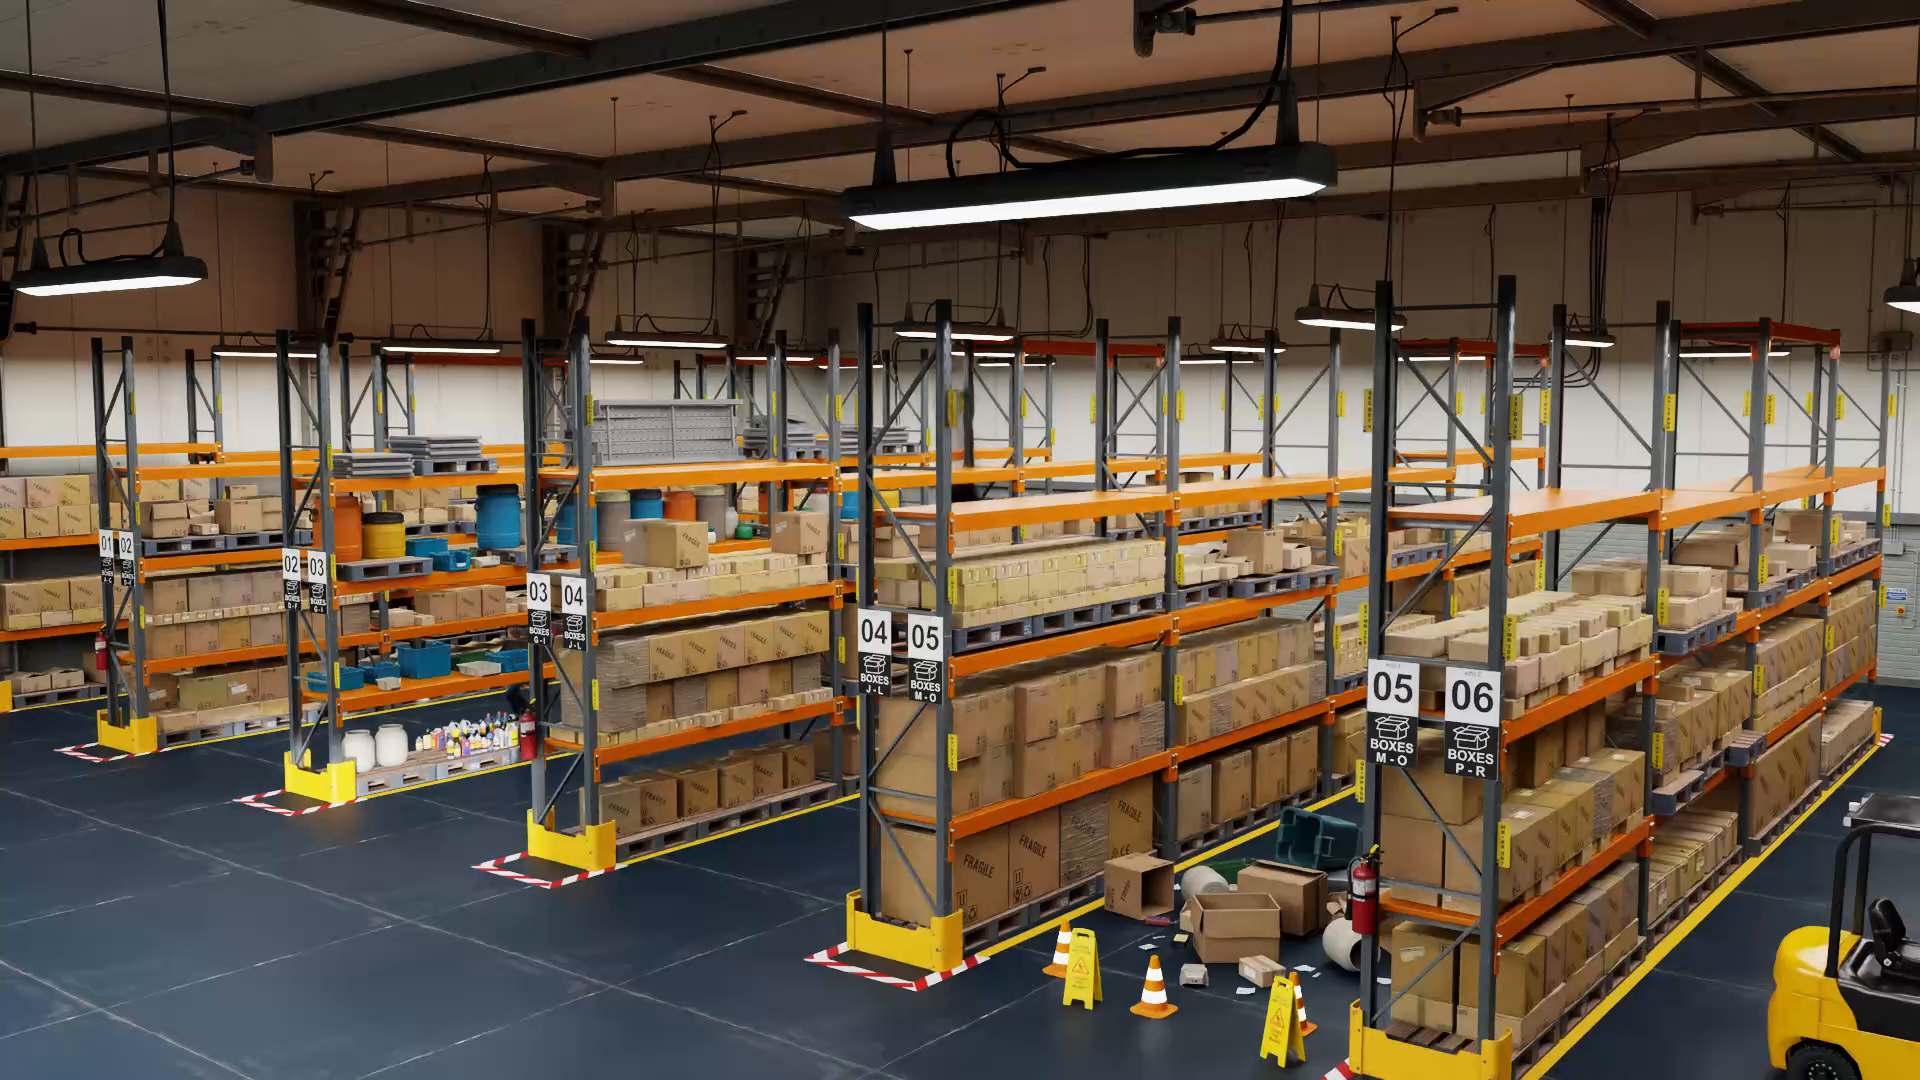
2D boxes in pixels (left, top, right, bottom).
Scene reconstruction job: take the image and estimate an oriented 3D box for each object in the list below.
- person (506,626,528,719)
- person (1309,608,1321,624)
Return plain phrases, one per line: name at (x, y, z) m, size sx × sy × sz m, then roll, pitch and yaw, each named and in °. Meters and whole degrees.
person at (-6.874, 2.137, 25.712) m, size 0.511 × 1.619 × 0.685 m, roll 3°, pitch 6°, yaw 35°
person at (5.905, 1.941, 27.679) m, size 0.592 × 1.629 × 0.577 m, roll 4°, pitch 6°, yaw 39°
